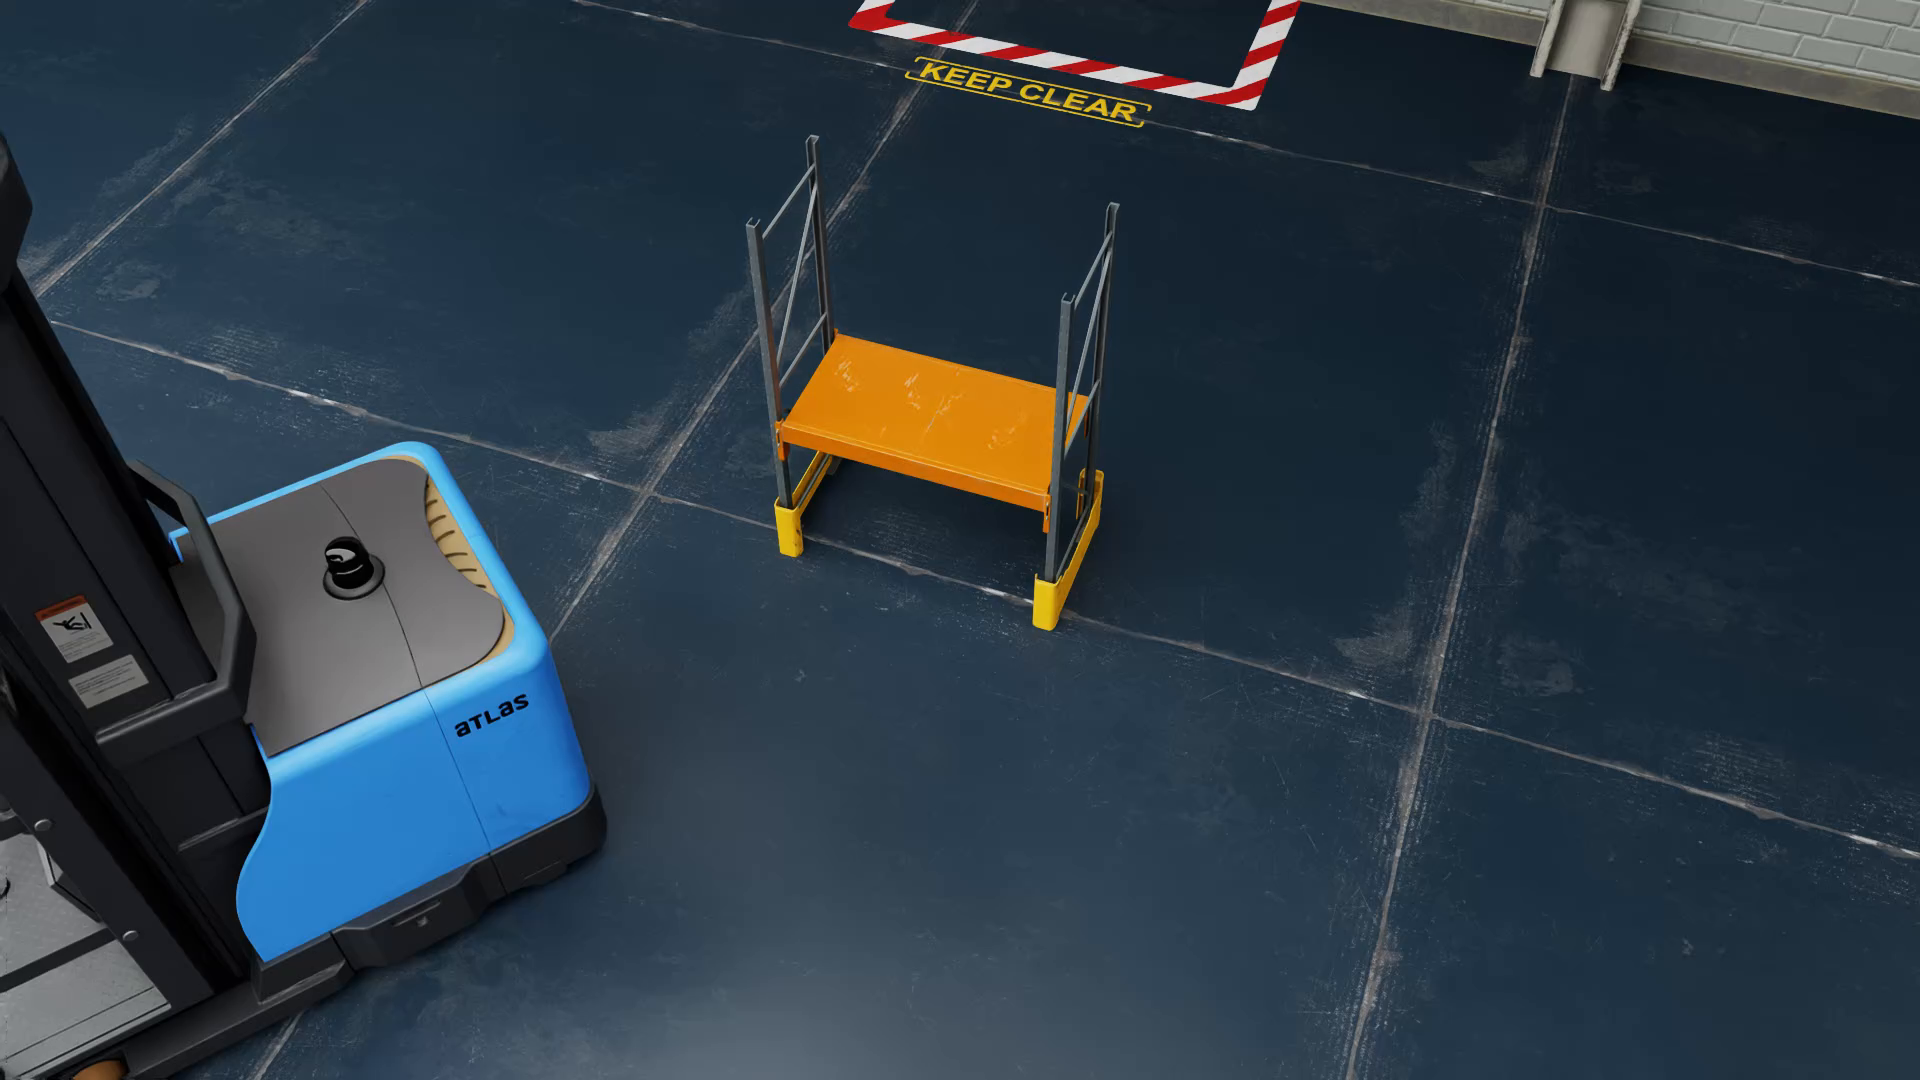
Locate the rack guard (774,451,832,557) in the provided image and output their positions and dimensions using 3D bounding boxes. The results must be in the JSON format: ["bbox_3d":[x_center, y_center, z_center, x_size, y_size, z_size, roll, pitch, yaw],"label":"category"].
[{"bbox_3d":[-0.539,-0.232,6.286,0.087,0.250,0.587,16,51,13],"label":"rack guard"}]

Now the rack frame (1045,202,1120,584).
[{"bbox_3d":[0.397,-0.380,5.587,0.032,1.500,0.500,16,51,13],"label":"rack frame"}]

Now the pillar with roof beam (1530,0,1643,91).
[{"bbox_3d":[1.574,-2.258,2.252,0.400,9.000,9.100,16,51,13],"label":"pillar with roof beam"}]

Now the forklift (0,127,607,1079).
[{"bbox_3d":[-2.657,0.315,4.037,3.031,2.935,1.130,-25,54,-20],"label":"forklift"}]

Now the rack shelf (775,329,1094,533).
[{"bbox_3d":[-0.080,-0.396,5.839,1.000,0.185,0.538,16,51,13],"label":"rack shelf"}]

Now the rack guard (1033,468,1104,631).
[{"bbox_3d":[0.396,0.029,6.060,0.087,0.250,0.587,16,51,13],"label":"rack guard"}]

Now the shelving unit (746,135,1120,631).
[{"bbox_3d":[-0.072,-0.511,5.701,1.083,1.500,0.587,16,51,13],"label":"shelving unit"}]

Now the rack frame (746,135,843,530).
[{"bbox_3d":[-0.557,-0.647,5.818,0.032,1.500,0.500,16,51,13],"label":"rack frame"}]
